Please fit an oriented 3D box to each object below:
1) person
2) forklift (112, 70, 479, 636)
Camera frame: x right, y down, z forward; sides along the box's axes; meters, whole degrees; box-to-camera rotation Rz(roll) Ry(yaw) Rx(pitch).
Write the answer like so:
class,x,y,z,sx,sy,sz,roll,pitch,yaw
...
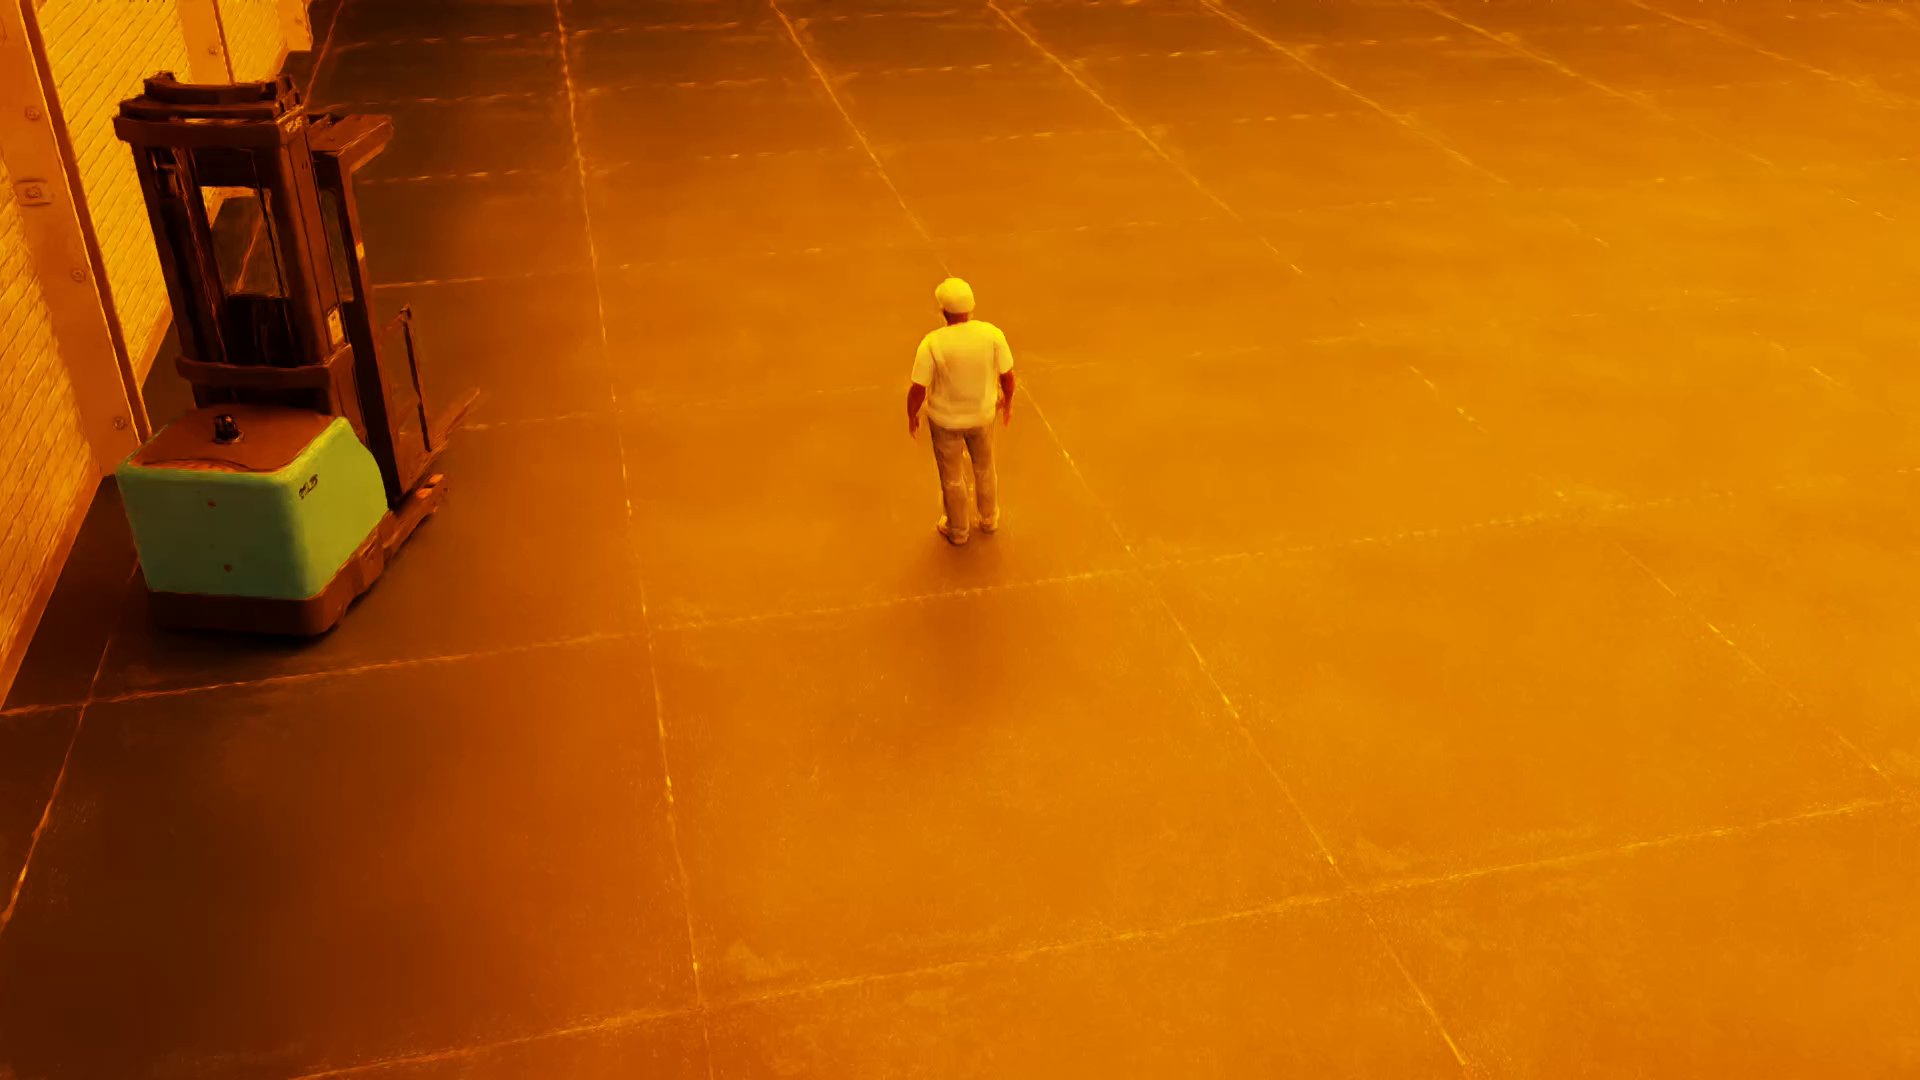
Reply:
class,x,y,z,sx,sy,sz,roll,pitch,yaw
person,-0.011,-0.805,10.114,0.665,1.766,0.576,-7,31,-12
forklift,-3.960,-1.439,10.060,1.130,2.935,3.031,3,30,6
